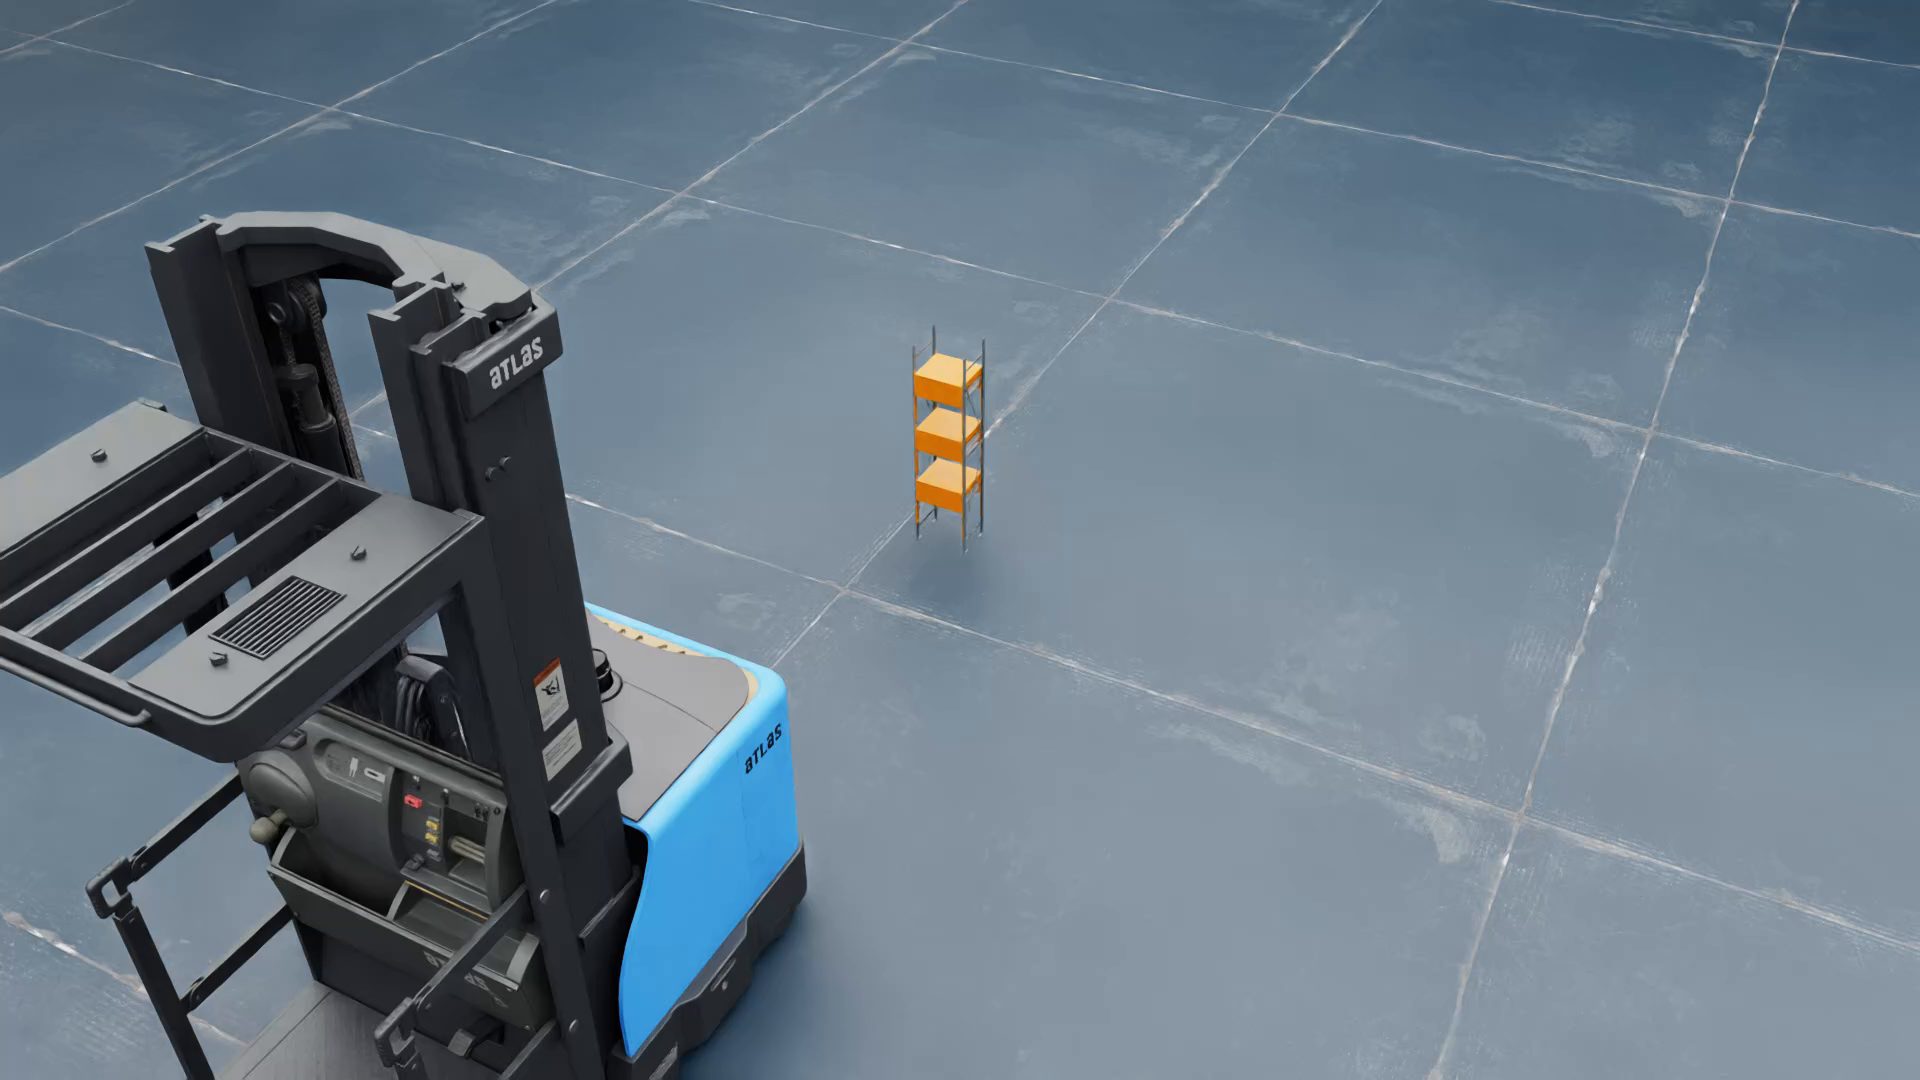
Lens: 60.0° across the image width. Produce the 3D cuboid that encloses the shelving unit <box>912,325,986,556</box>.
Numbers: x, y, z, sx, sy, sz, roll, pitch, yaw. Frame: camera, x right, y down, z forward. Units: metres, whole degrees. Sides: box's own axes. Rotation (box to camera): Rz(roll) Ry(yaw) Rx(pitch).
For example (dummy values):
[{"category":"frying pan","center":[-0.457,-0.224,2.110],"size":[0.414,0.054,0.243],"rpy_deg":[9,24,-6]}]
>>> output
[{"category":"shelving unit","center":[-0.048,-0.433,7.452],"size":[0.252,1.050,0.215],"rpy_deg":[17,41,21]}]

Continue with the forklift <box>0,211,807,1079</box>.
[{"category":"forklift","center":[-1.678,0.779,4.300],"size":[1.130,2.935,3.031],"rpy_deg":[17,41,22]}]

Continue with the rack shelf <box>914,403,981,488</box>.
[{"category":"rack shelf","center":[-0.048,-0.425,7.459],"size":[0.240,0.259,0.215],"rpy_deg":[17,41,21]}]

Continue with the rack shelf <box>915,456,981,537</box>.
[{"category":"rack shelf","center":[-0.048,-0.203,7.627],"size":[0.240,0.259,0.215],"rpy_deg":[17,41,21]}]

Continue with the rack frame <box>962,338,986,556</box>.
[{"category":"rack frame","center":[0.061,-0.399,7.407],"size":[0.008,1.050,0.200],"rpy_deg":[17,41,21]}]

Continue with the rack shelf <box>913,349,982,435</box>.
[{"category":"rack shelf","center":[-0.048,-0.651,7.287],"size":[0.240,0.259,0.215],"rpy_deg":[17,41,21]}]

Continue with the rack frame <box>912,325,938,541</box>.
[{"category":"rack frame","center":[-0.156,-0.467,7.497],"size":[0.008,1.050,0.200],"rpy_deg":[17,41,21]}]
